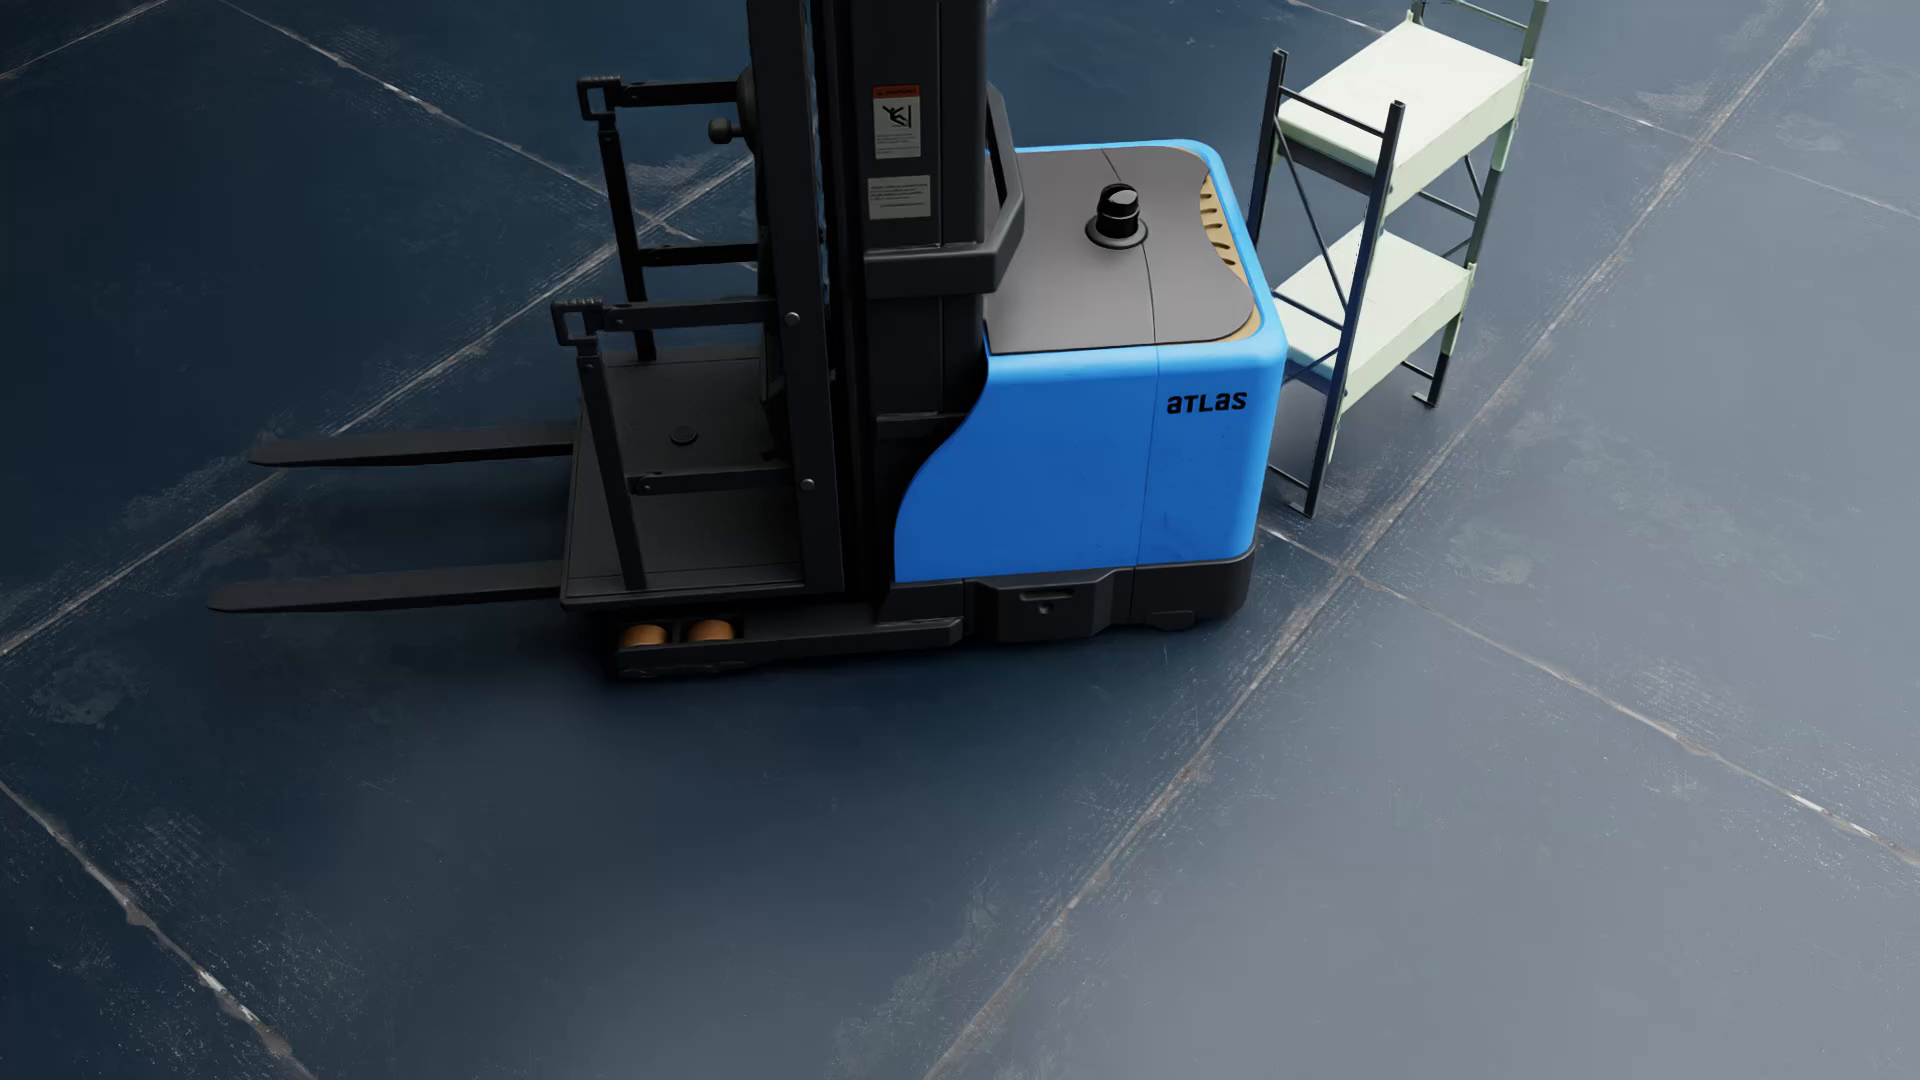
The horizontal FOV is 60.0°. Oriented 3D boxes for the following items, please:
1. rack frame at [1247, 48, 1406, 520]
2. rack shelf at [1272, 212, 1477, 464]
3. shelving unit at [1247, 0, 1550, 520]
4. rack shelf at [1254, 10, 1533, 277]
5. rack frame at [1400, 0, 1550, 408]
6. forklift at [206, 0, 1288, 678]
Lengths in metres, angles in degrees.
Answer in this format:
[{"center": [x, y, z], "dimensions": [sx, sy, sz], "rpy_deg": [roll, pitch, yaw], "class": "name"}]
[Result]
[{"center": [0.984, -0.686, 4.868], "dimensions": [0.400, 1.500, 0.023], "rpy_deg": [34, 55, 28], "class": "rack frame"}, {"center": [1.234, -0.654, 5.289], "dimensions": [0.431, 0.370, 0.720], "rpy_deg": [34, 55, 28], "class": "rack shelf"}, {"center": [1.234, -0.880, 5.053], "dimensions": [0.431, 1.500, 0.755], "rpy_deg": [34, 55, 28], "class": "shelving unit"}, {"center": [1.234, -1.149, 4.771], "dimensions": [0.431, 0.370, 0.720], "rpy_deg": [34, 55, 28], "class": "rack shelf"}, {"center": [1.484, -1.073, 5.238], "dimensions": [0.400, 1.500, 0.023], "rpy_deg": [34, 55, 28], "class": "rack frame"}, {"center": [-0.685, -1.012, 4.189], "dimensions": [3.031, 2.935, 1.130], "rpy_deg": [-4, 46, -4], "class": "forklift"}]
